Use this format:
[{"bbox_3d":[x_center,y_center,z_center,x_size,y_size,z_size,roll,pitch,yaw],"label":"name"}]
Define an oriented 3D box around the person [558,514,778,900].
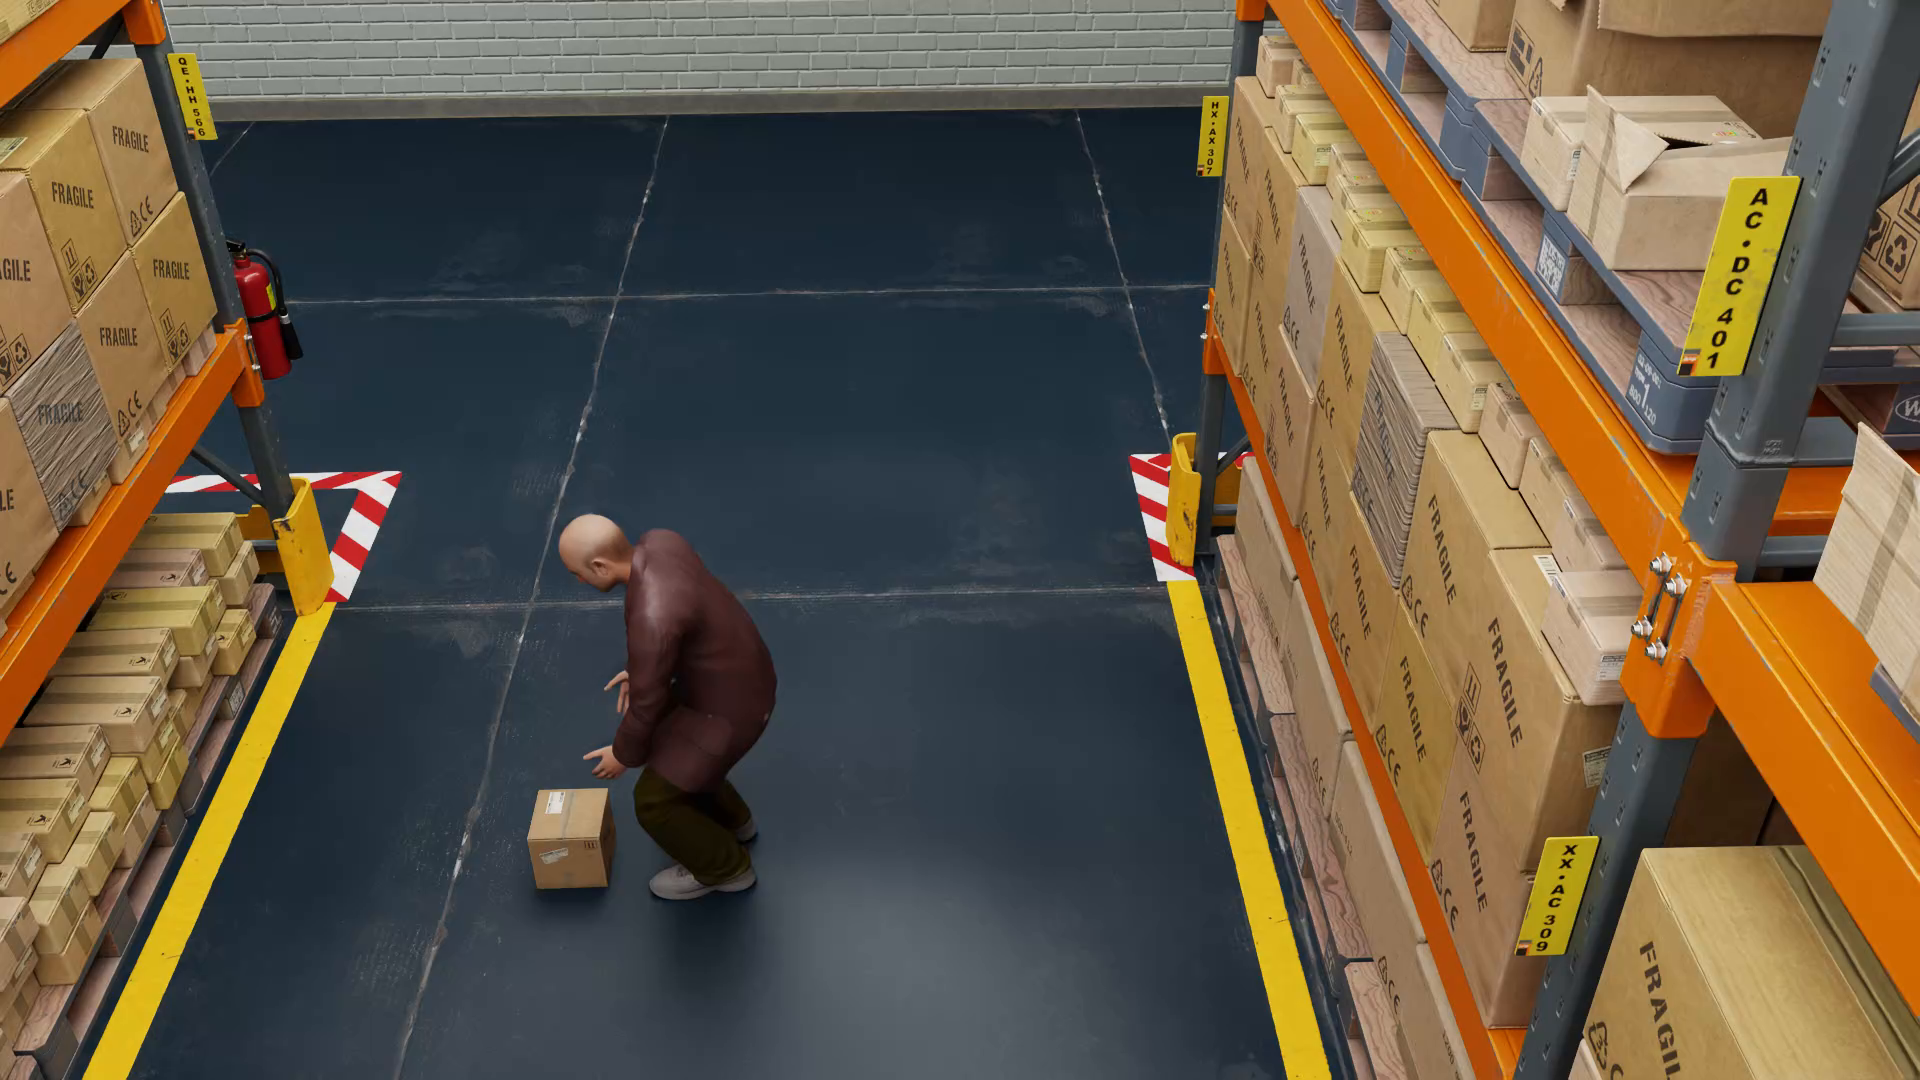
[{"bbox_3d":[-0.932,0.556,5.579,0.636,1.531,0.626,-1,35,-2],"label":"person"}]
